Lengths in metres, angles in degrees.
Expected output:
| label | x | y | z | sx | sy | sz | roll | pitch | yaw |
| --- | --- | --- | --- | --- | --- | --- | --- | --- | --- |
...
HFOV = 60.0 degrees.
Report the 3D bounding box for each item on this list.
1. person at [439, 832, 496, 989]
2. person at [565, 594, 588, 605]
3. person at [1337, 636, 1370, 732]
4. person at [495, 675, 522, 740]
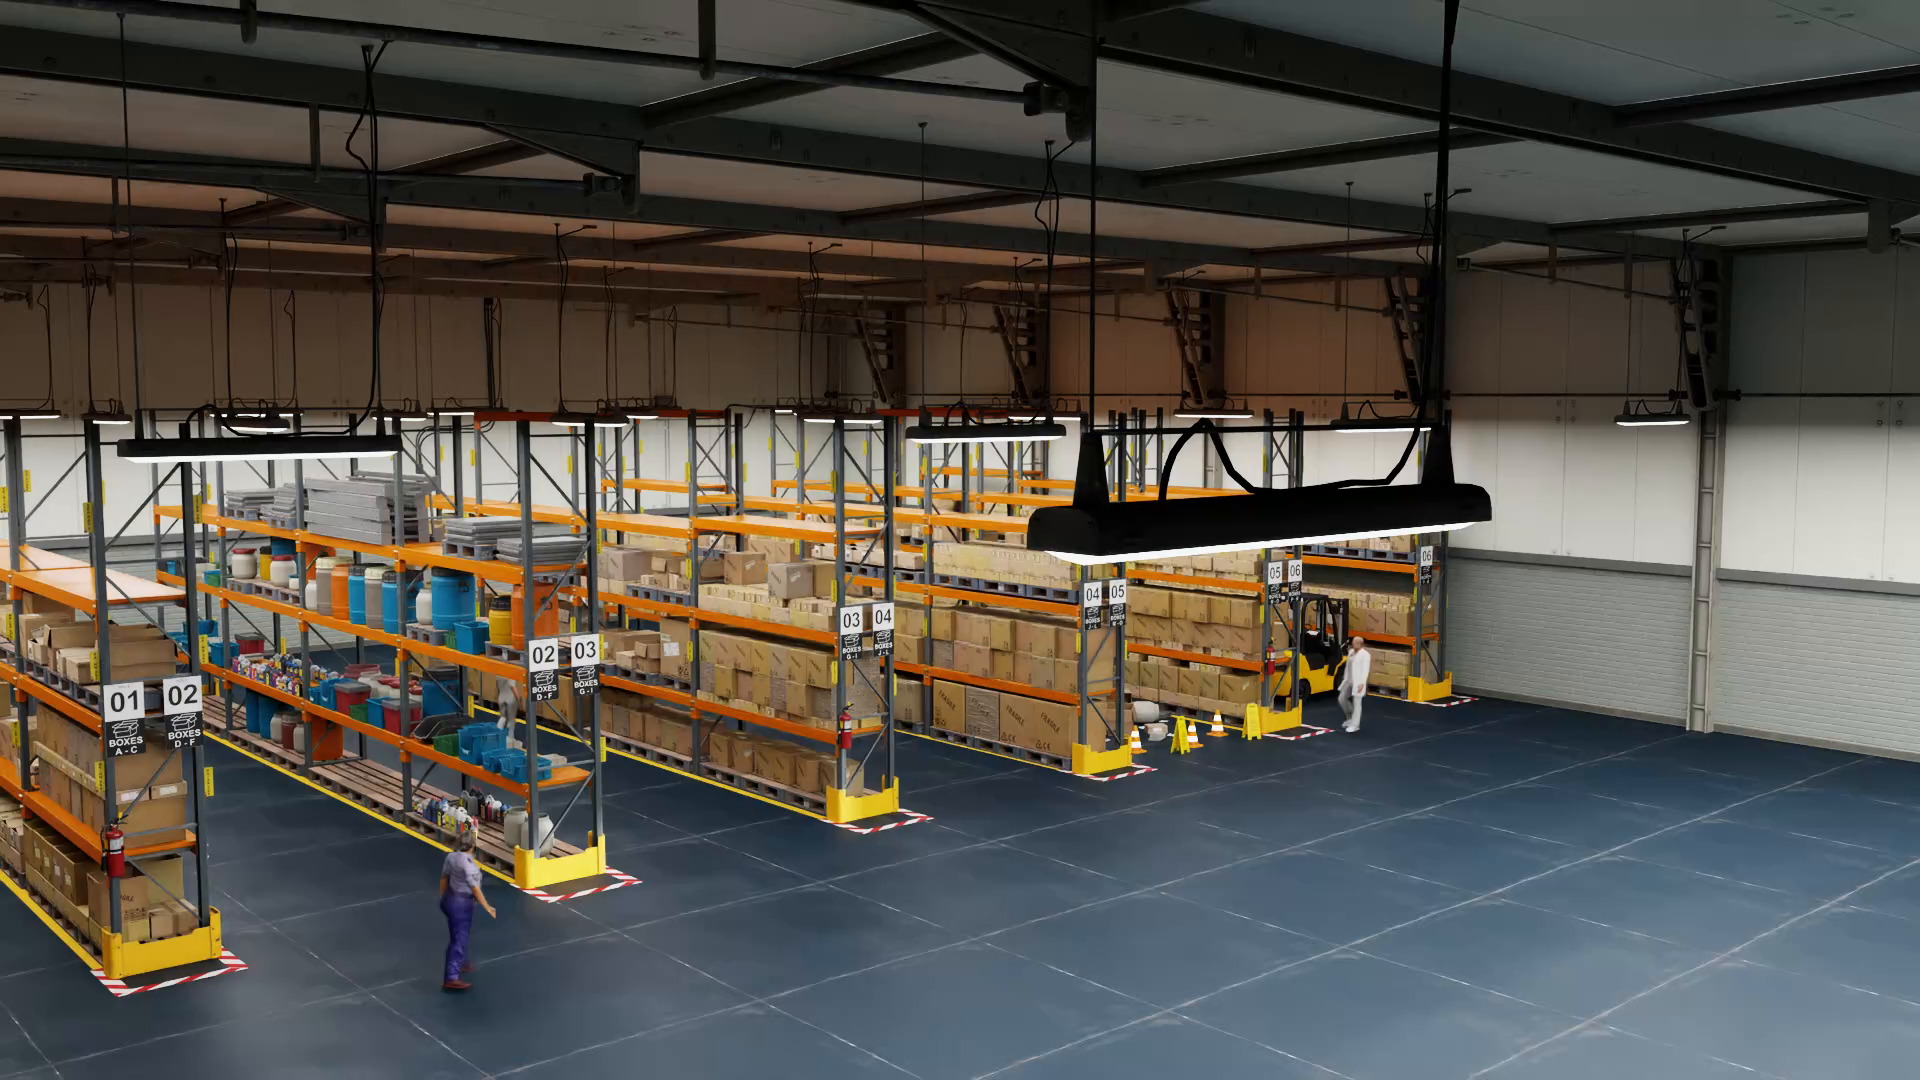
| label | x | y | z | sx | sy | sz | roll | pitch | yaw |
| --- | --- | --- | --- | --- | --- | --- | --- | --- | --- |
| person | -5.372 | 3.964 | 17.939 | 0.571 | 1.671 | 0.634 | -4 | 6 | -36 |
| person | -9.648 | 1.760 | 42.044 | 0.684 | 1.738 | 1.067 | -1 | 5 | -7 |
| person | 7.397 | 2.700 | 31.291 | 0.617 | 1.785 | 0.644 | -4 | 6 | -39 |
| person | -8.070 | 2.896 | 29.747 | 0.497 | 1.643 | 0.605 | 2 | 5 | 18 |
